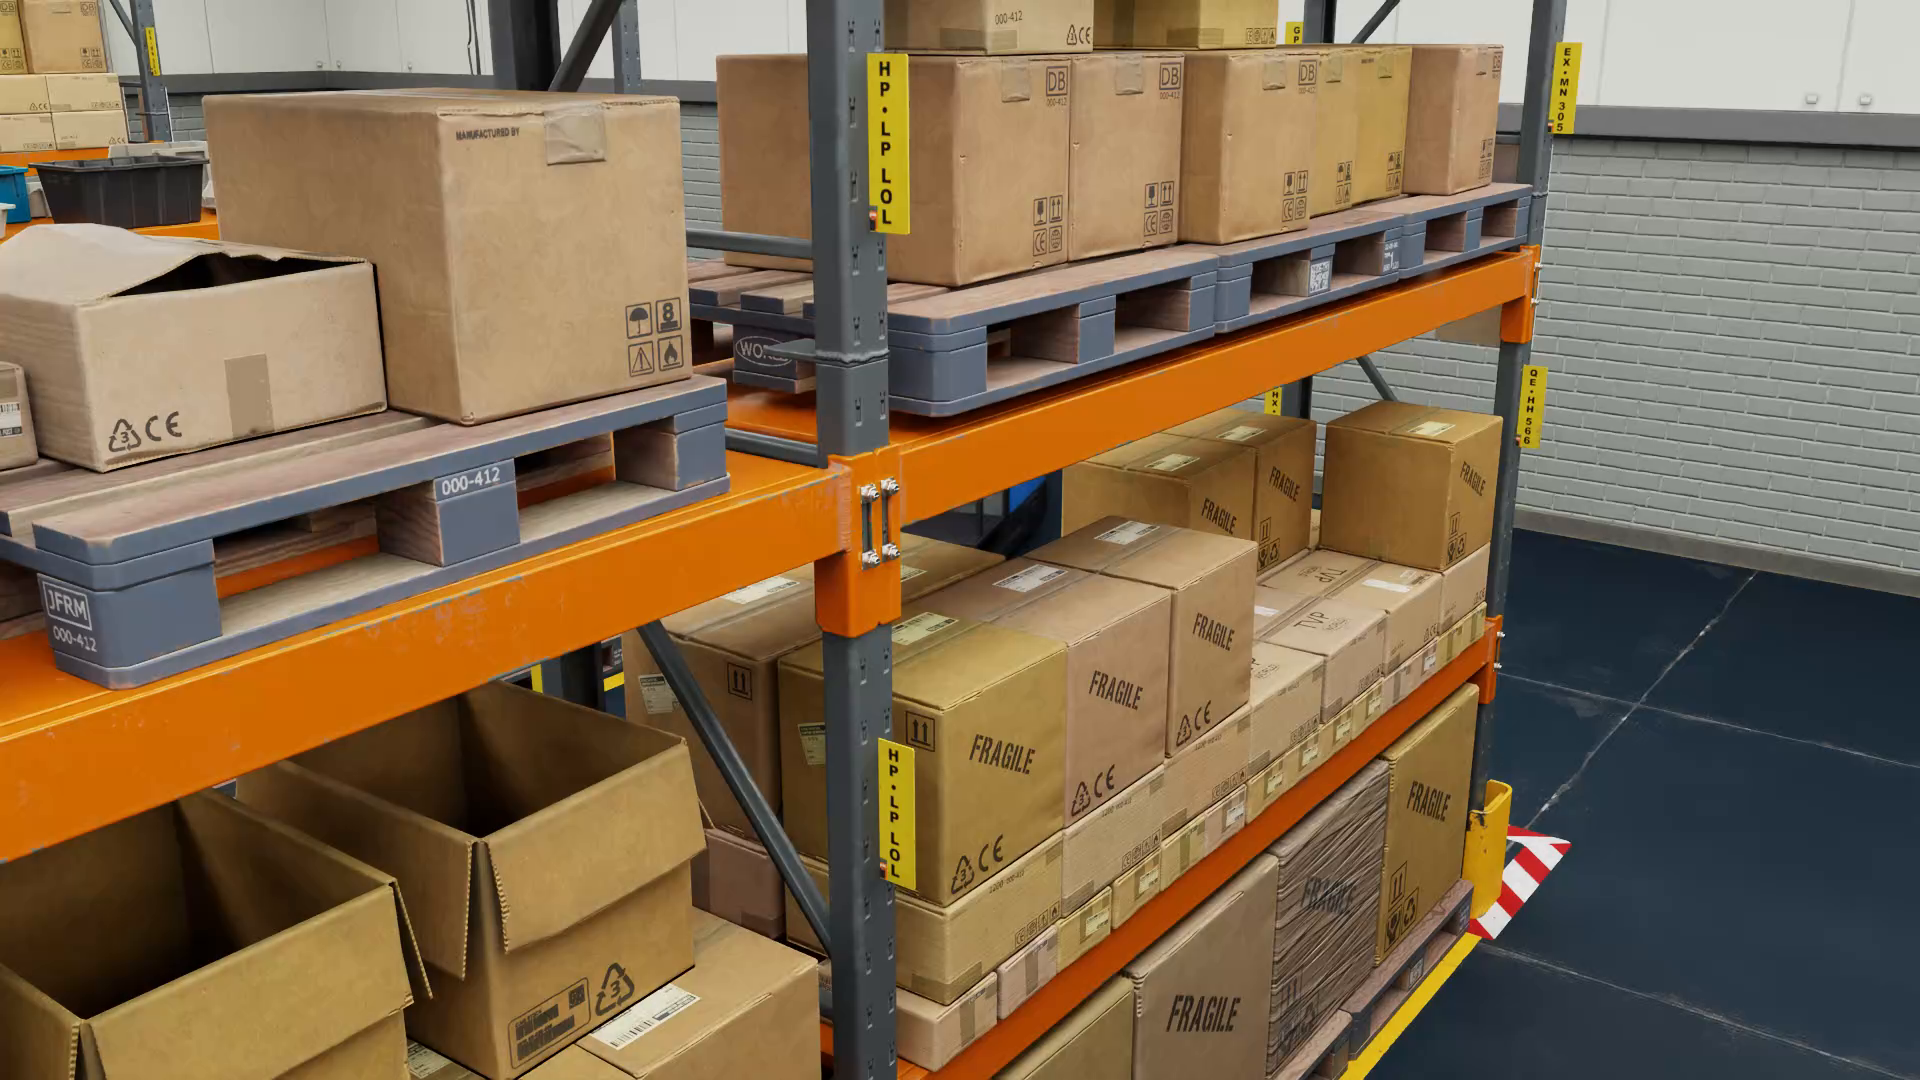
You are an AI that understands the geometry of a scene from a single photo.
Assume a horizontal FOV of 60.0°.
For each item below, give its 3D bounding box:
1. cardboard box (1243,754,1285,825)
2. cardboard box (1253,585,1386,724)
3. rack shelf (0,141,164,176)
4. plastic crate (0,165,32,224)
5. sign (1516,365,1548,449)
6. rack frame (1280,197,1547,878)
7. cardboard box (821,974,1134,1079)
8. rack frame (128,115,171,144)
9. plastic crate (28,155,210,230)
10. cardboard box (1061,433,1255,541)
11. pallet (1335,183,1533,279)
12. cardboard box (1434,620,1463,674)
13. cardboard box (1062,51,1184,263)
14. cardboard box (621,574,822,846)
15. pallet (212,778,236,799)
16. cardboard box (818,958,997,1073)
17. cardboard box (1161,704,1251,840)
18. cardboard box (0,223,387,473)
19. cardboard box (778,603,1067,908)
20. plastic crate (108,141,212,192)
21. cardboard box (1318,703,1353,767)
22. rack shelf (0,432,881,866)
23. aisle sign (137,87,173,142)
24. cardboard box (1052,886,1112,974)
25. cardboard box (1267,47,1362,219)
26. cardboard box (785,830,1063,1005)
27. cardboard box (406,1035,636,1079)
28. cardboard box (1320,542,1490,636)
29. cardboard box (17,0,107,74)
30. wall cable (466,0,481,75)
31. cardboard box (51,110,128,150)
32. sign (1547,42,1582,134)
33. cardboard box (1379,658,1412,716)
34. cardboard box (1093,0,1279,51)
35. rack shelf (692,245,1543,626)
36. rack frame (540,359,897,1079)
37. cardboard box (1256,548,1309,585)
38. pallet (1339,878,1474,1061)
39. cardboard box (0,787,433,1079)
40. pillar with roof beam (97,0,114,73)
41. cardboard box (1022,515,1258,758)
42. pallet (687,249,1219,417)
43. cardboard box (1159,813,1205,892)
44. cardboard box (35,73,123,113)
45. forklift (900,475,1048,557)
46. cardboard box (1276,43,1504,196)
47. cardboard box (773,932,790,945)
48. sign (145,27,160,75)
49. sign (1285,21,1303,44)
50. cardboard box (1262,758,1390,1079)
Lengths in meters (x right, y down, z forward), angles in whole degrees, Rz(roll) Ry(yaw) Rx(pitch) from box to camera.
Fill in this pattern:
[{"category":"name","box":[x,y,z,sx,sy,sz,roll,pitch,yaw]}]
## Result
[{"category":"cardboard box","box":[0.794,0.736,5.238,0.380,0.149,0.250,12,21,33]},{"category":"cardboard box","box":[1.125,0.381,5.711,0.500,0.250,0.500,12,21,33]},{"category":"rack shelf","box":[-7.339,-2.317,10.802,1.077,0.370,4.000,12,21,35]},{"category":"plastic crate","box":[-4.269,-1.501,7.245,0.416,0.233,0.300,12,21,35]},{"category":"sign","box":[2.234,-0.520,6.508,0.100,0.325,0.005,12,21,35]},{"category":"rack frame","box":[1.806,0.047,7.035,1.000,3.000,0.127,12,21,35]},{"category":"cardboard box","box":[-0.120,1.671,4.680,0.875,0.875,0.875,12,21,35]},{"category":"rack frame","box":[-6.148,-1.704,12.674,1.000,3.000,0.127,12,21,35]},{"category":"plastic crate","box":[-3.595,-1.493,7.156,0.497,0.269,0.590,12,21,35]},{"category":"cardboard box","box":[0.701,-0.071,5.903,0.500,0.500,0.500,12,21,33]},{"category":"pallet","box":[1.372,-1.165,6.028,1.003,0.211,1.213,12,21,35]},{"category":"cardboard box","box":[1.705,0.372,6.411,0.380,0.149,0.250,13,21,35]},{"category":"cardboard box","box":[0.165,-1.053,4.474,0.700,0.500,0.500,14,22,37]},{"category":"cardboard box","box":[-0.518,0.414,4.338,0.500,0.500,0.500,13,22,36]},{"category":"pallet","box":[-4.148,1.274,7.785,1.003,0.211,1.213,12,21,35]},{"category":"cardboard box","box":[-0.134,1.108,4.042,0.380,0.149,0.250,12,21,35]},{"category":"cardboard box","box":[0.517,0.622,4.935,0.500,0.250,0.500,13,22,36]},{"category":"cardboard box","box":[-1.303,-0.345,2.683,0.500,0.311,0.500,12,21,33]},{"category":"cardboard box","box":[-0.087,0.502,4.055,0.500,0.500,0.500,12,21,35]},{"category":"plastic crate","box":[-3.740,-1.731,7.901,0.437,0.282,0.530,12,21,35]},{"category":"cardboard box","box":[1.097,0.615,5.628,0.380,0.149,0.250,13,21,35]},{"category":"rack shelf","box":[-1.769,0.387,2.095,1.077,0.370,4.000,12,21,35]},{"category":"aisle sign","box":[-5.861,-2.908,12.167,0.394,0.787,0.004,12,21,35]},{"category":"cardboard box","box":[0.179,0.983,4.445,0.380,0.149,0.250,13,22,36]},{"category":"cardboard box","box":[0.838,-1.304,5.281,0.700,0.500,0.500,11,20,31]},{"category":"cardboard box","box":[-0.087,0.864,4.156,0.500,0.250,0.500,12,21,34]},{"category":"cardboard box","box":[-0.937,1.228,3.062,0.500,0.500,0.500,13,22,36]},{"category":"cardboard box","box":[1.730,0.139,6.490,0.500,0.250,0.500,12,21,34]},{"category":"cardboard box","box":[-6.441,-3.537,11.663,0.700,0.500,0.500,12,21,35]},{"category":"wall cable","box":[-6.471,-5.245,19.196,3.097,2.526,0.112,12,21,35]},{"category":"cardboard box","box":[-6.242,-2.896,11.708,0.500,0.250,0.500,12,21,35]},{"category":"sign","box":[2.234,-1.671,6.151,0.100,0.325,0.005,12,21,35]},{"category":"cardboard box","box":[1.404,0.491,6.027,0.380,0.149,0.250,13,21,36]},{"category":"cardboard box","box":[0.594,-1.560,4.843,0.500,0.250,0.500,12,21,33]},{"category":"rack shelf","box":[0.614,-0.566,5.162,1.077,0.370,4.000,12,21,35]},{"category":"rack frame","box":[-0.577,1.000,3.967,1.000,3.000,0.127,12,21,35]},{"category":"cardboard box","box":[0.999,0.168,6.396,0.500,0.250,0.500,12,21,34]},{"category":"pallet","box":[1.392,1.583,6.790,1.003,0.211,1.213,12,21,35]},{"category":"cardboard box","box":[-1.370,0.788,2.789,0.797,0.503,0.637,13,21,35]},{"category":"pillar with roof beam","box":[-5.757,-5.479,14.714,9.100,9.000,0.400,12,21,35]},{"category":"cardboard box","box":[0.519,0.262,4.831,0.500,0.500,0.500,12,21,33]},{"category":"pallet","box":[-0.081,-0.583,4.157,1.003,0.211,1.213,12,21,35]},{"category":"cardboard box","box":[0.487,0.859,4.844,0.380,0.149,0.250,12,21,34]},{"category":"cardboard box","box":[-6.249,-3.137,11.639,0.500,0.250,0.500,12,21,35]},{"category":"forklift","box":[-0.263,-1.211,11.203,1.130,2.935,3.031,5,18,17]},{"category":"cardboard box","box":[1.539,-1.548,6.068,0.700,0.500,0.500,11,20,31]},{"category":"cardboard box","box":[-0.659,0.989,4.424,0.380,0.149,0.250,13,21,35]},{"category":"sign","box":[-5.714,-3.457,11.767,0.100,0.325,0.005,12,21,35]},{"category":"sign","box":[1.364,-1.940,6.769,0.100,0.325,0.005,12,21,35]},{"category":"cardboard box","box":[0.947,1.244,6.053,0.875,0.875,0.875,12,21,35]}]
